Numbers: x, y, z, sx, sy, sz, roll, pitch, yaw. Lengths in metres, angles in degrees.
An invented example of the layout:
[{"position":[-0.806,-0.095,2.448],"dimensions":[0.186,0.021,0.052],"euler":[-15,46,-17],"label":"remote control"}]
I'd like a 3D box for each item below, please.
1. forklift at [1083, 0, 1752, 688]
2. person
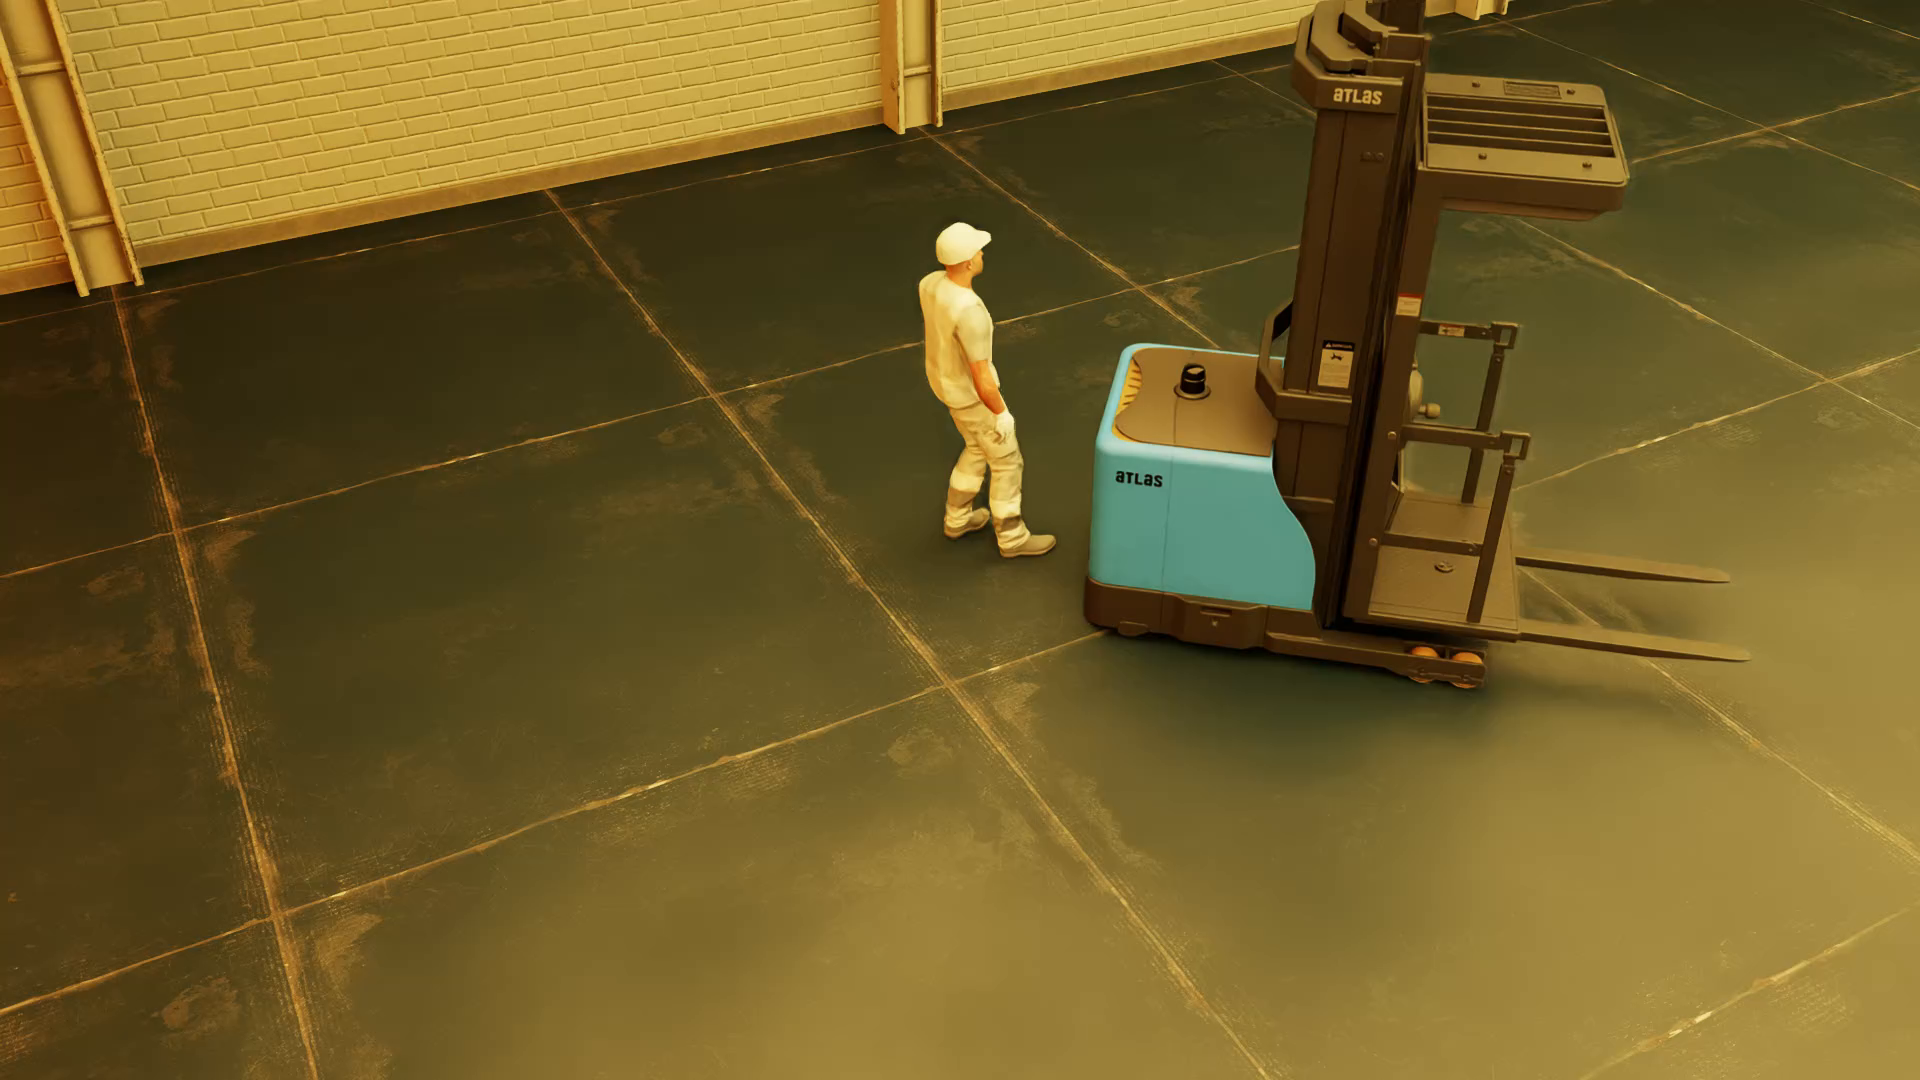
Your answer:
[{"position":[2.169,-0.848,7.323],"dimensions":[3.031,2.935,1.130],"euler":[7,36,10],"label":"forklift"},{"position":[0.124,-0.762,8.231],"dimensions":[0.576,1.763,0.710],"euler":[-14,38,-19],"label":"person"}]
